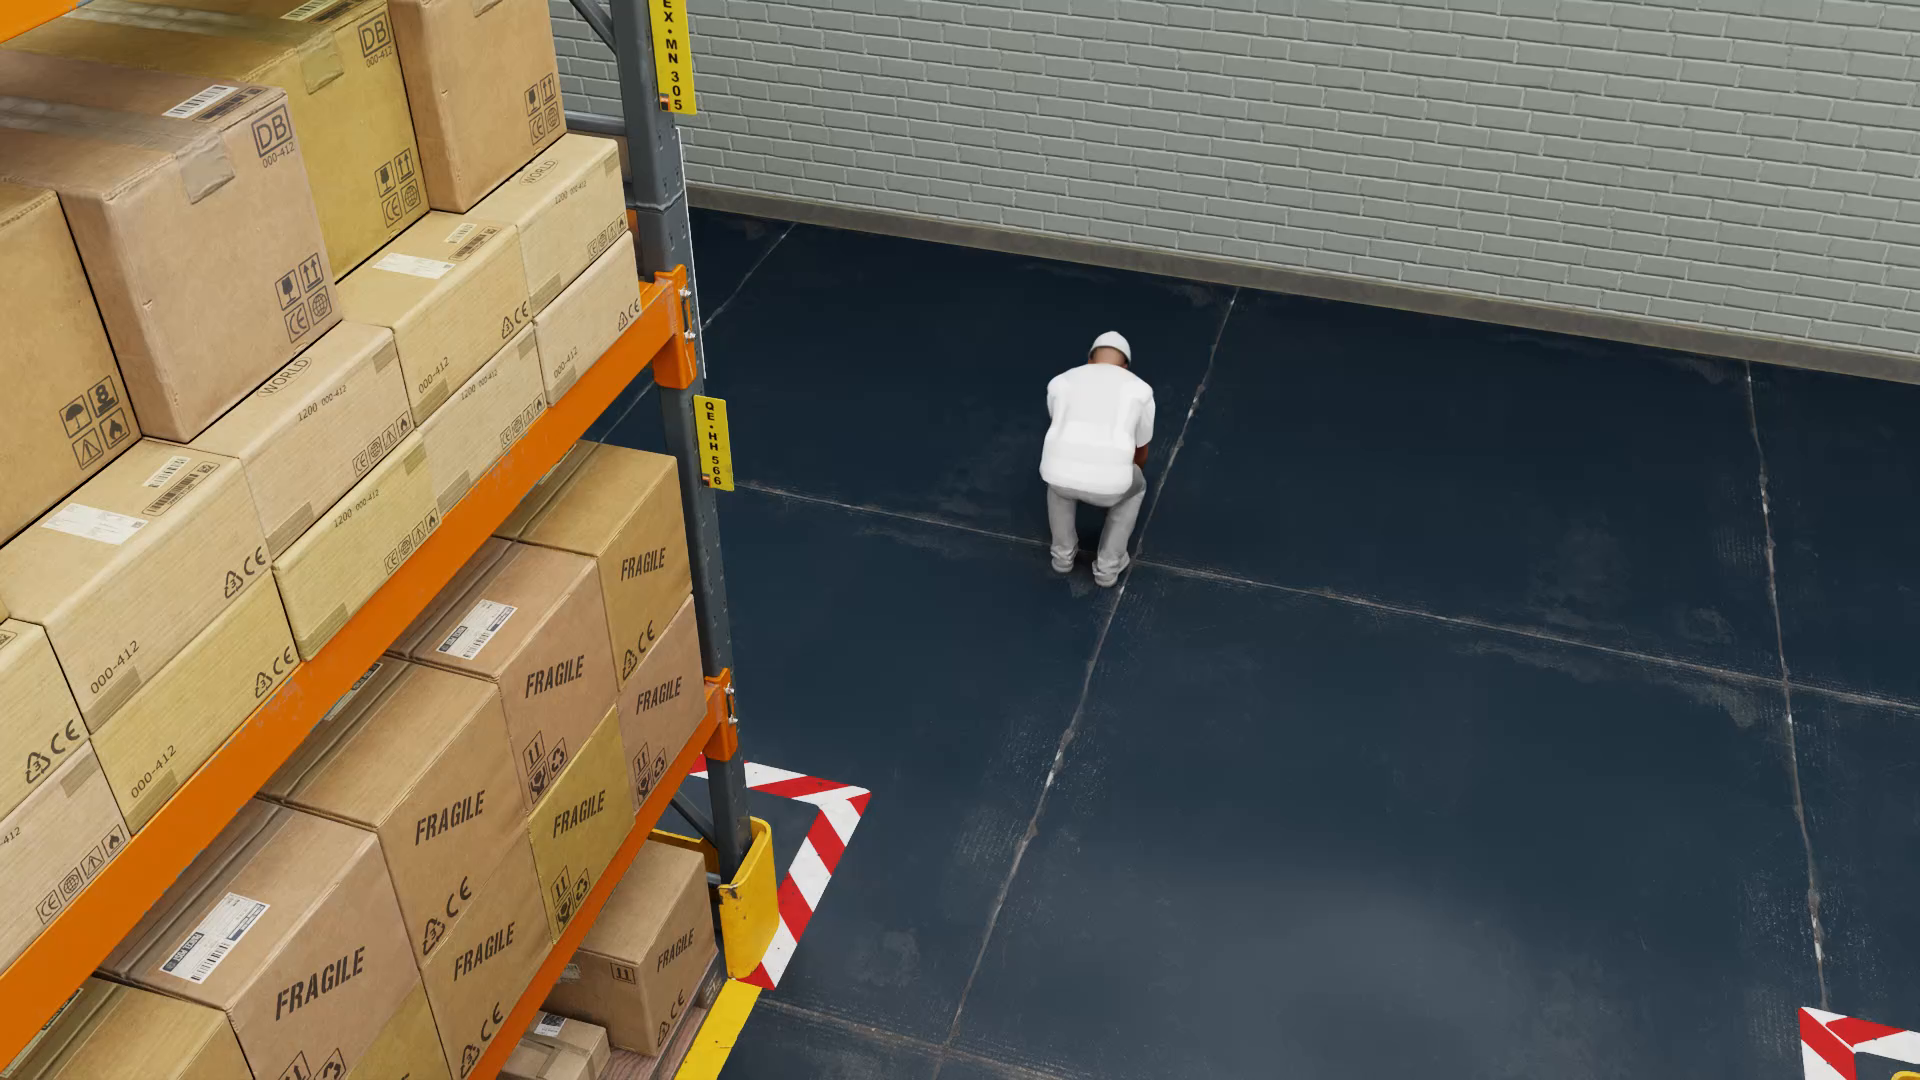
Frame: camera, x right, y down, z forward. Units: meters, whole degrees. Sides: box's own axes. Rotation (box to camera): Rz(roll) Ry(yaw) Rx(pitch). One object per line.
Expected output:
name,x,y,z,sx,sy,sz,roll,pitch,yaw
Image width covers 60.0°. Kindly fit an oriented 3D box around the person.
person,0.643,-0.372,7.999,0.526,1.012,0.956,9,38,12
